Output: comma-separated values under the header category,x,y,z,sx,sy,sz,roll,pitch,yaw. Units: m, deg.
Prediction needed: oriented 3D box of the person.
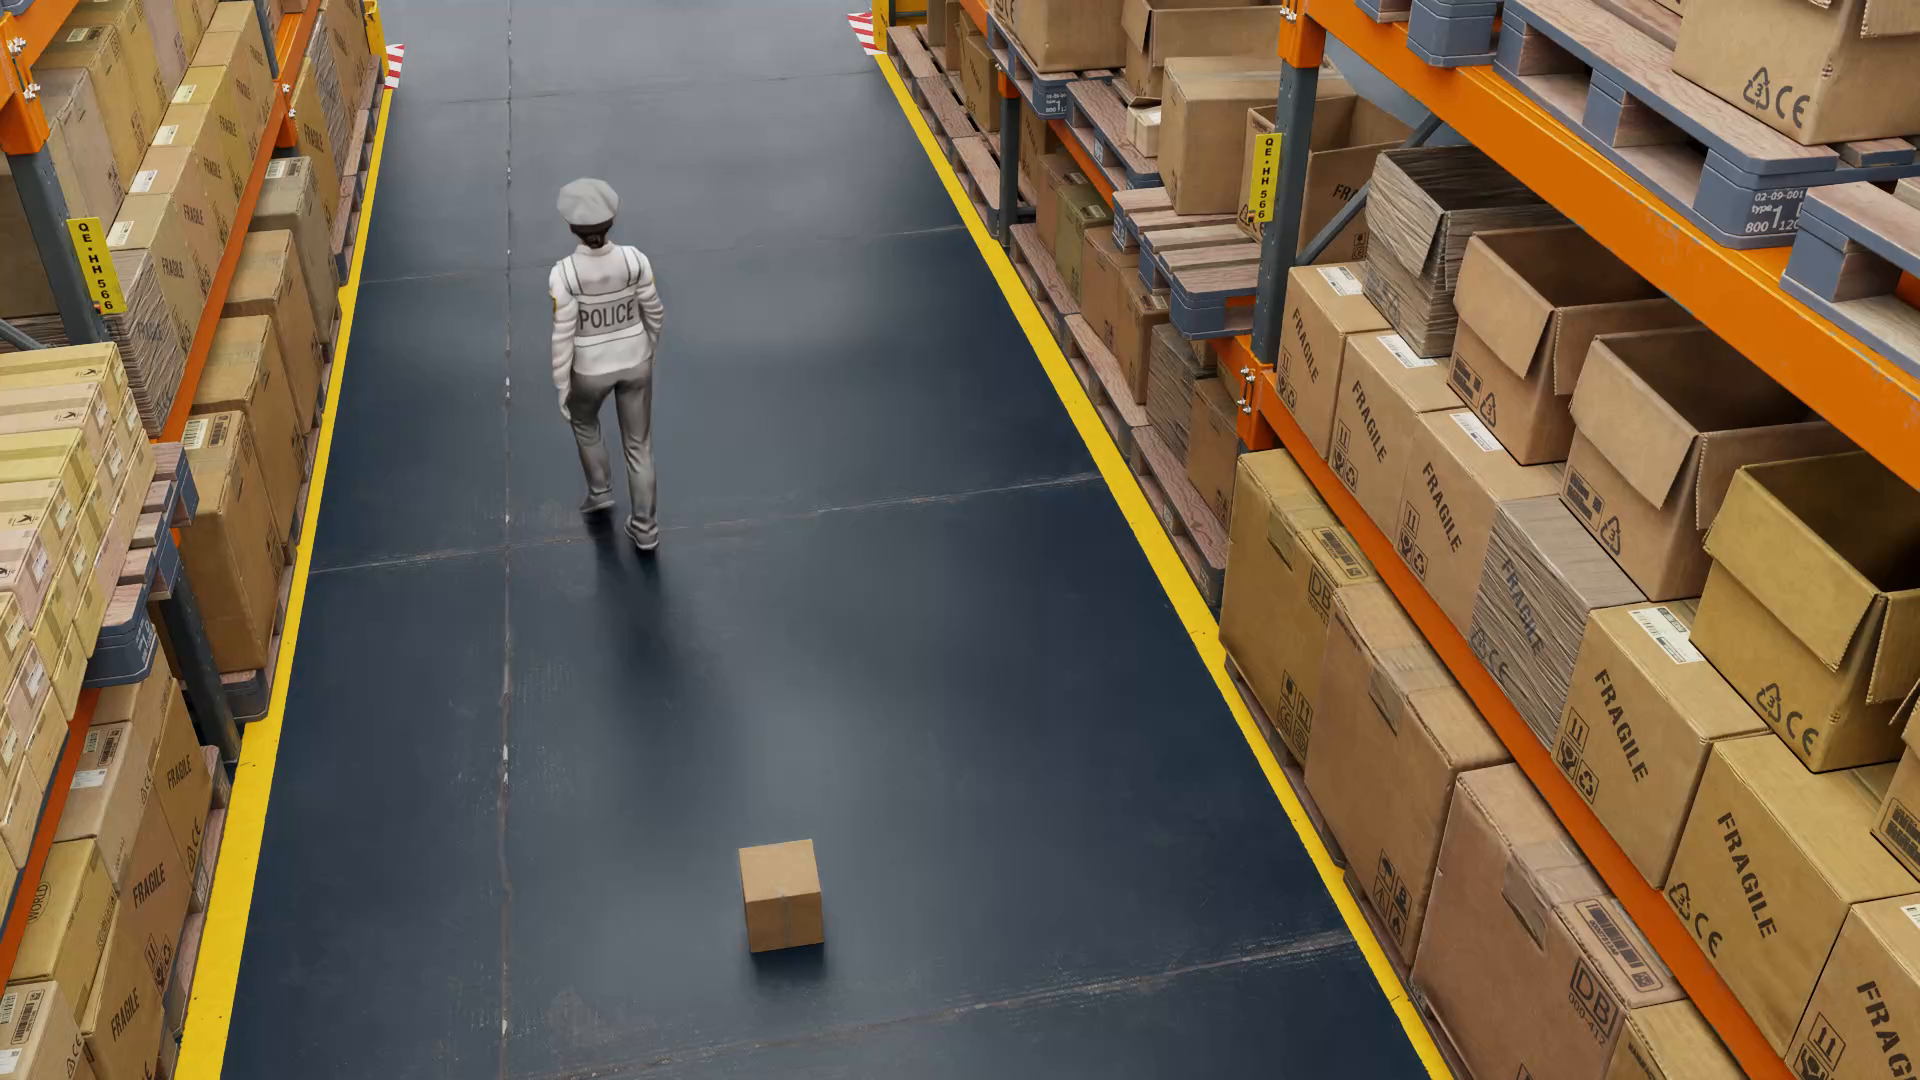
category,x,y,z,sx,sy,sz,roll,pitch,yaw
person,-1.524,-0.746,7.227,0.525,1.750,0.617,-14,37,-19
